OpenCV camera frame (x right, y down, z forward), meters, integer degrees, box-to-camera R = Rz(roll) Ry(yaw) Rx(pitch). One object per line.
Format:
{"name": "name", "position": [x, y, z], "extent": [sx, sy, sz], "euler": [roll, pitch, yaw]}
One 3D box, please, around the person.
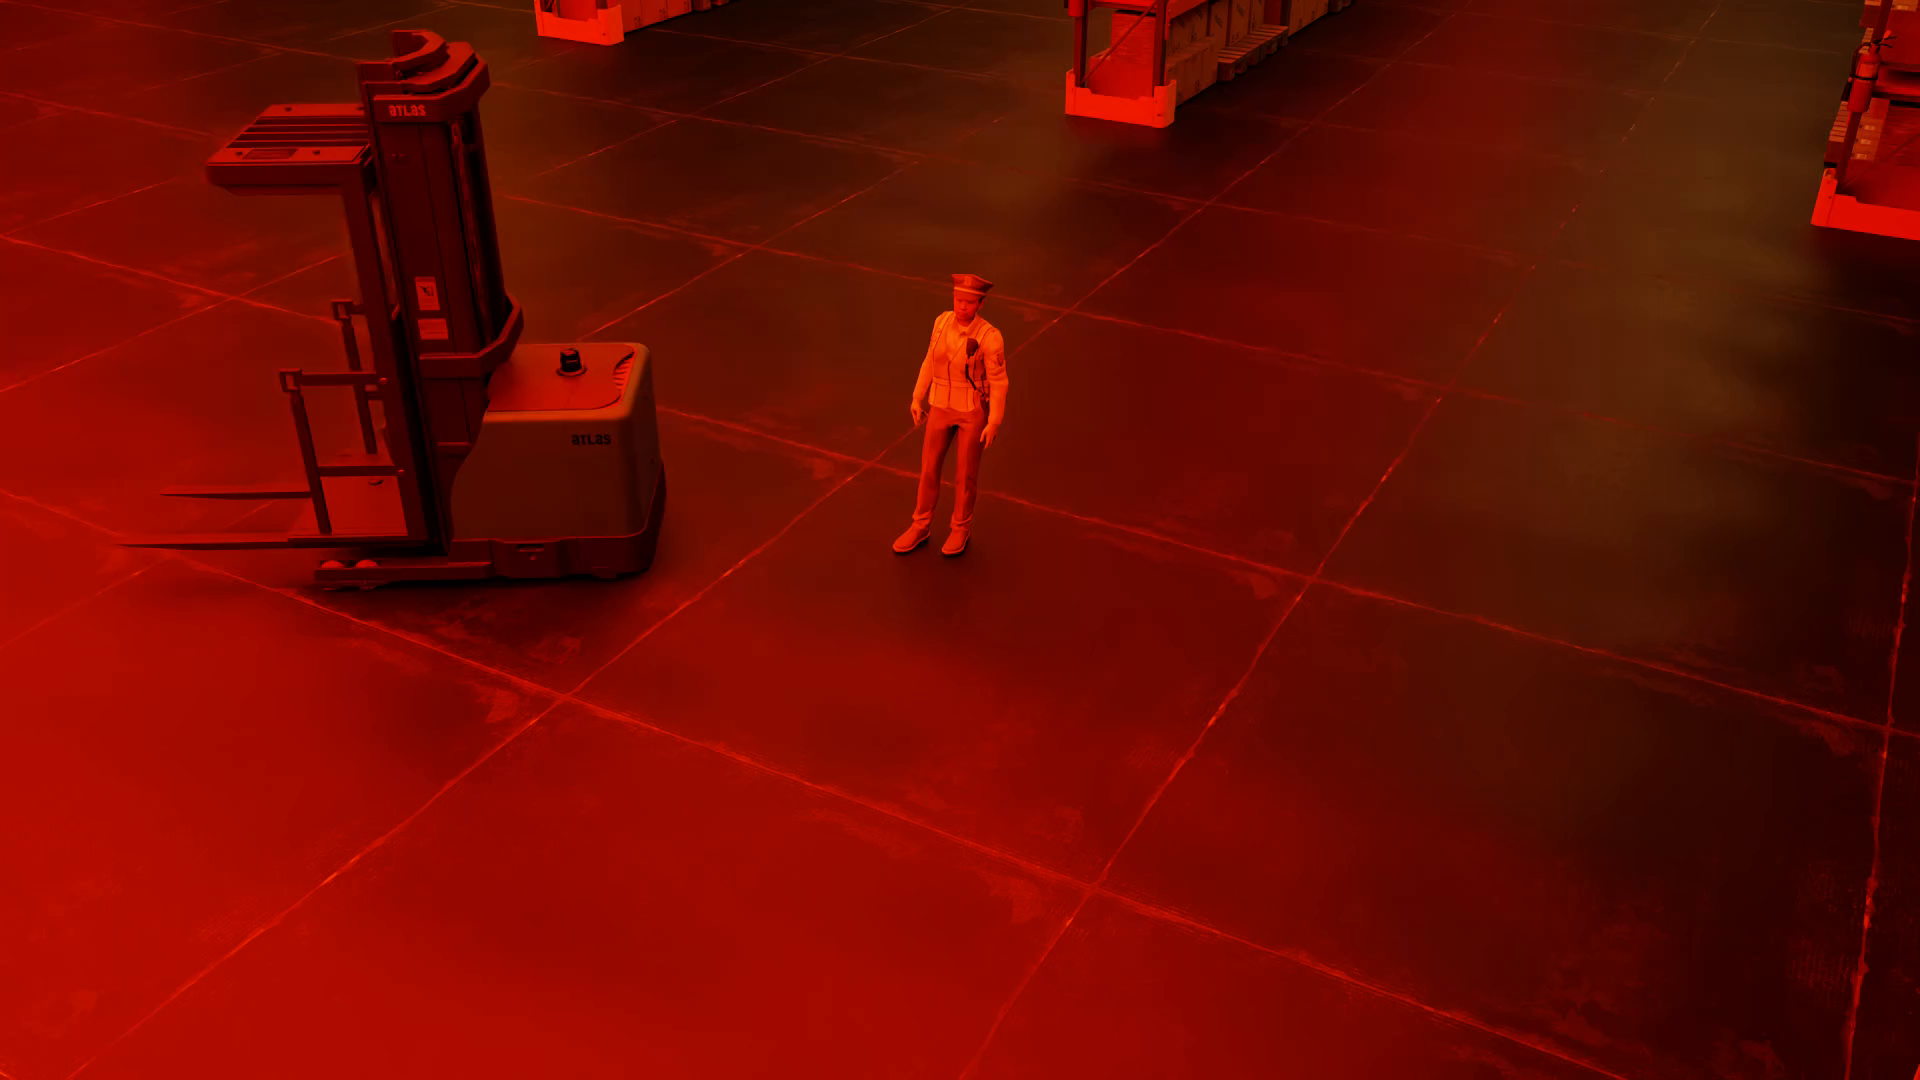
{"name": "person", "position": [-0.039, -0.712, 9.526], "extent": [0.587, 1.694, 0.530], "euler": [15, 33, 25]}

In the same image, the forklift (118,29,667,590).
{"name": "forklift", "position": [-3.324, -1.253, 9.241], "extent": [3.031, 2.935, 1.130], "euler": [-1, 30, -2]}
